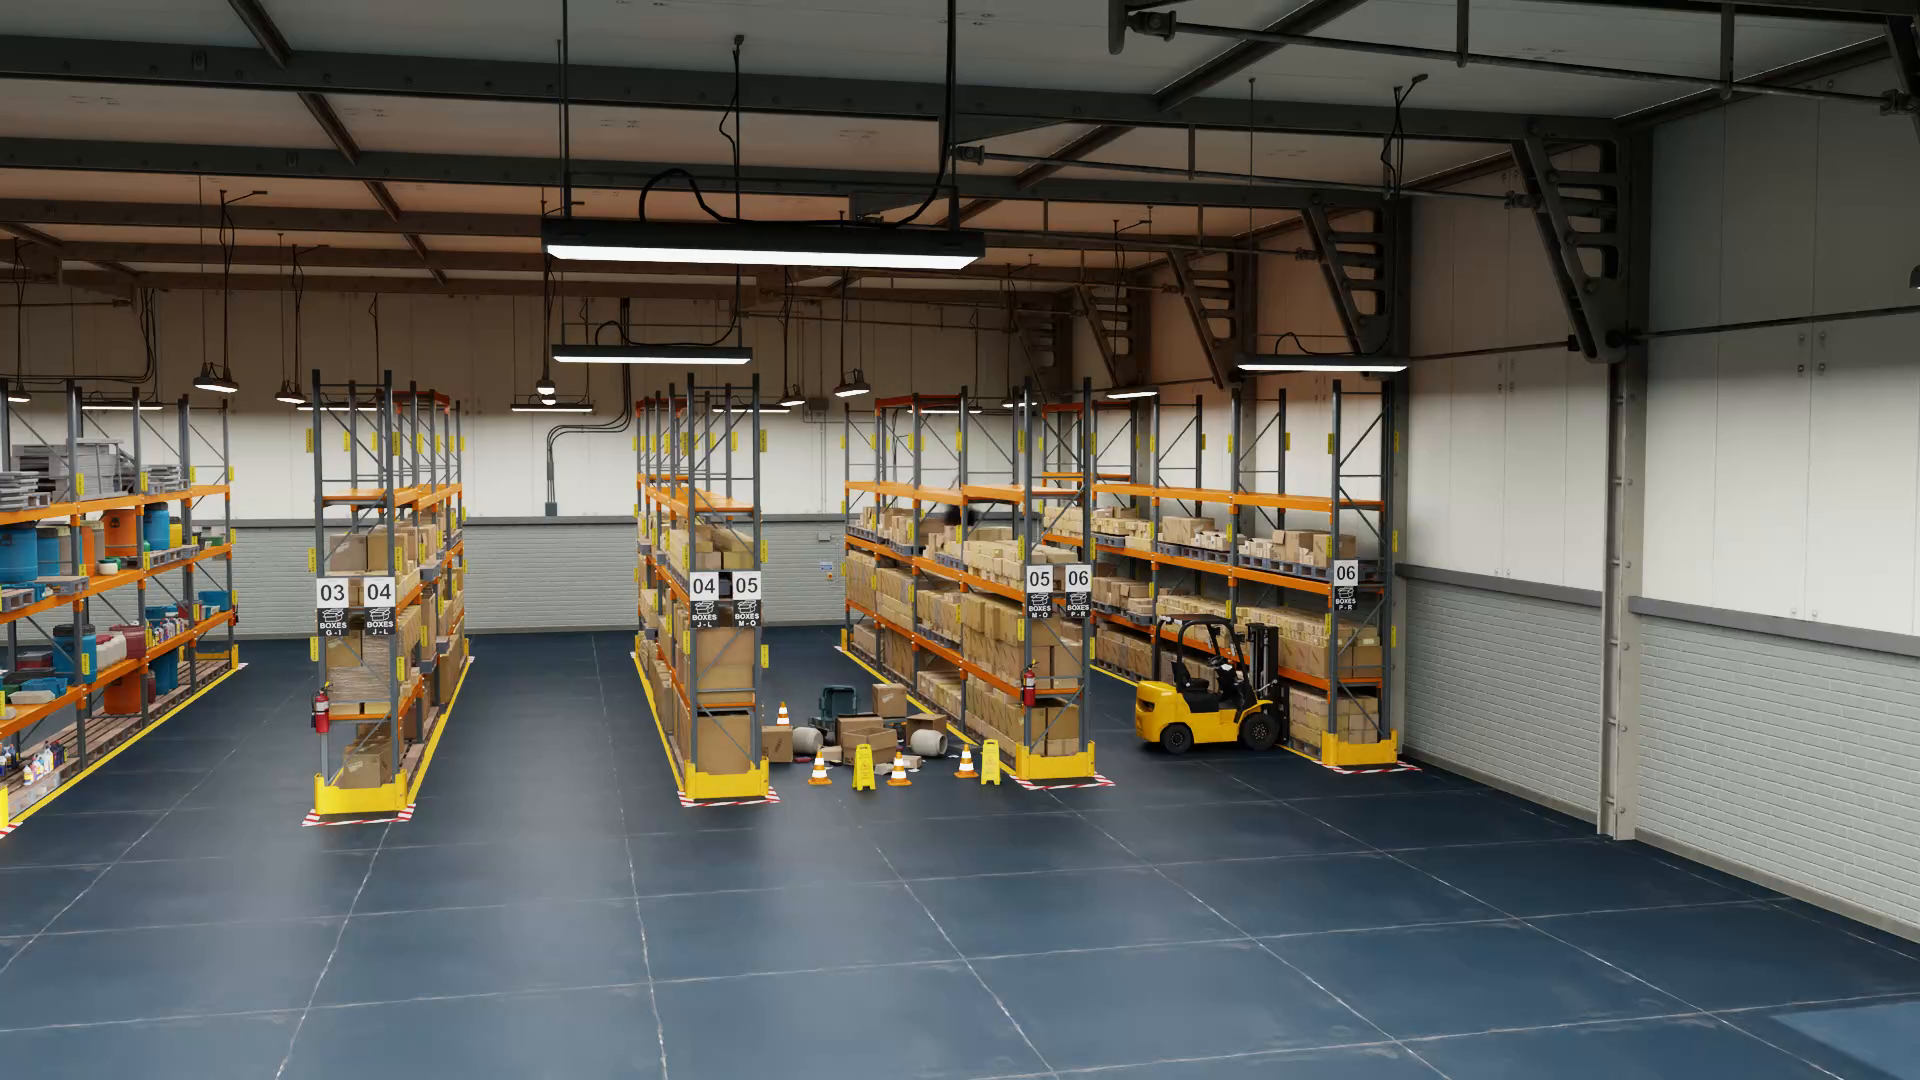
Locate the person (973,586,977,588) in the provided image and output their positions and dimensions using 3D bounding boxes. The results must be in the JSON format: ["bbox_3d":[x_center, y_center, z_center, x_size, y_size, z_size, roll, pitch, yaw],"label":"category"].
[{"bbox_3d":[0.364,1.926,37.274,0.662,1.770,0.993,-1,4,-21],"label":"person"}]
